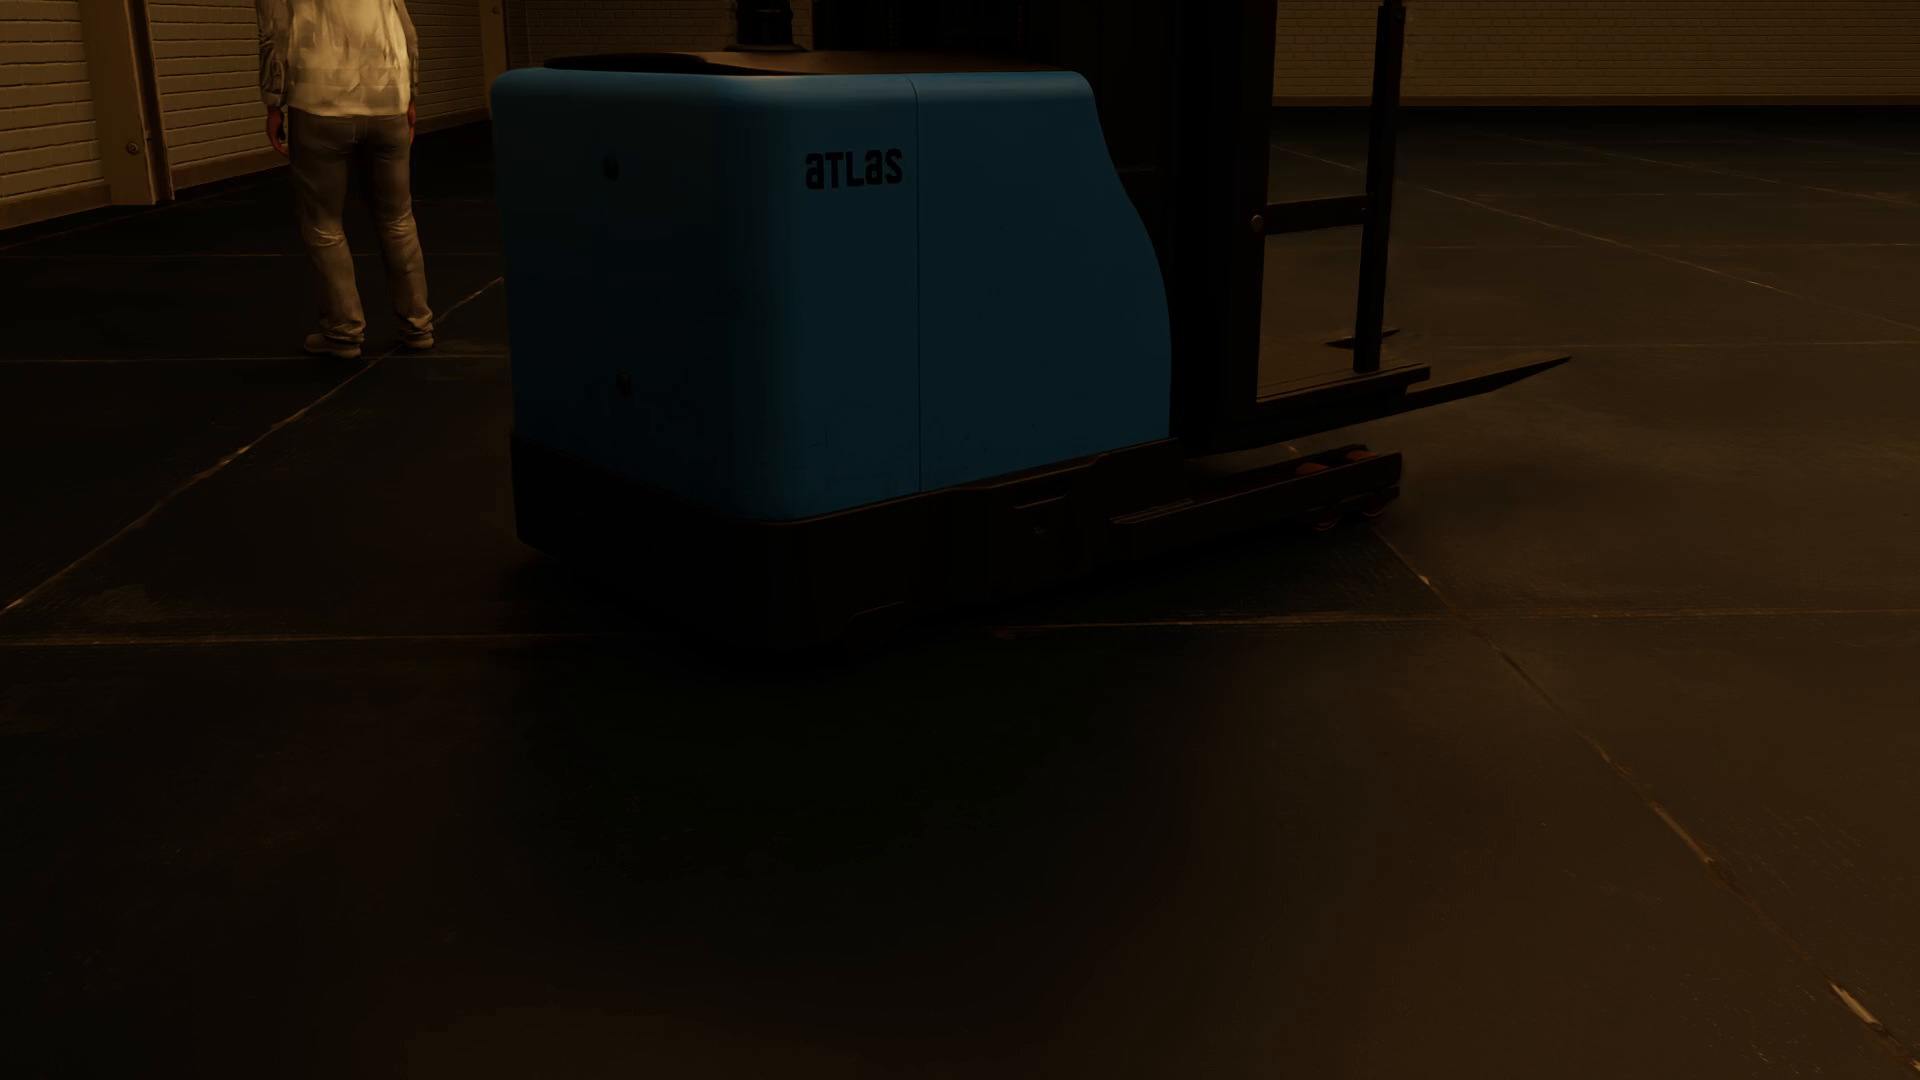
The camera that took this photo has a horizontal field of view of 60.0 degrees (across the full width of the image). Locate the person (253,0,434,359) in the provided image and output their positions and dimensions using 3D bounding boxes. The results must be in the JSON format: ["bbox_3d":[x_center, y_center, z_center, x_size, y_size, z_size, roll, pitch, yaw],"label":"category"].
[{"bbox_3d":[-2.214,-1.551,5.966,0.583,1.770,0.464,-16,23,-42],"label":"person"}]

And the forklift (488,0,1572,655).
[{"bbox_3d":[0.459,-1.524,3.889,3.031,2.935,1.130,-14,22,-39],"label":"forklift"}]
